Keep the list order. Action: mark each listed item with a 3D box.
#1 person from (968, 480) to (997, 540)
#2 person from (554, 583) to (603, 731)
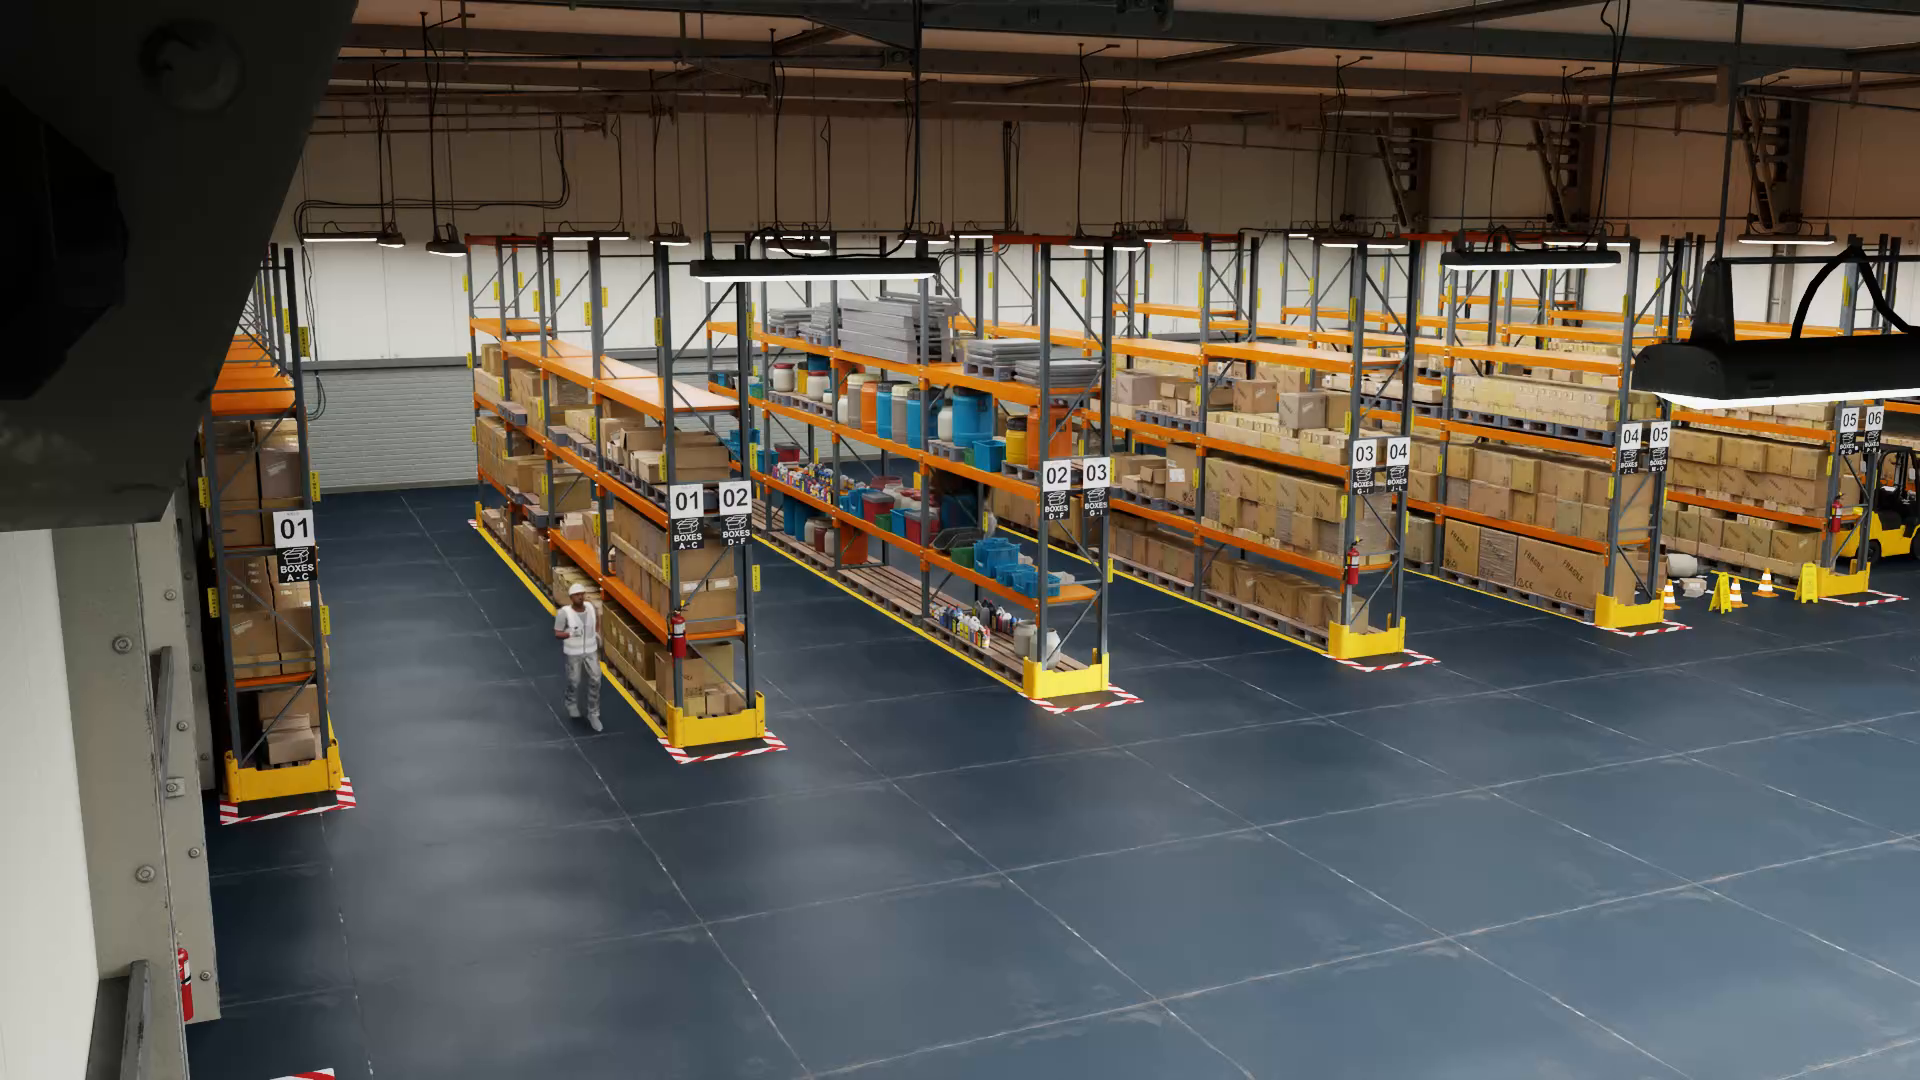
[{"bbox_3d":[0.274,-0.549,31.119,0.623,1.745,0.943,-7,13,-34],"label":"person"},{"bbox_3d":[-4.777,1.404,20.922,0.657,1.747,0.763,-6,13,-30],"label":"person"}]
